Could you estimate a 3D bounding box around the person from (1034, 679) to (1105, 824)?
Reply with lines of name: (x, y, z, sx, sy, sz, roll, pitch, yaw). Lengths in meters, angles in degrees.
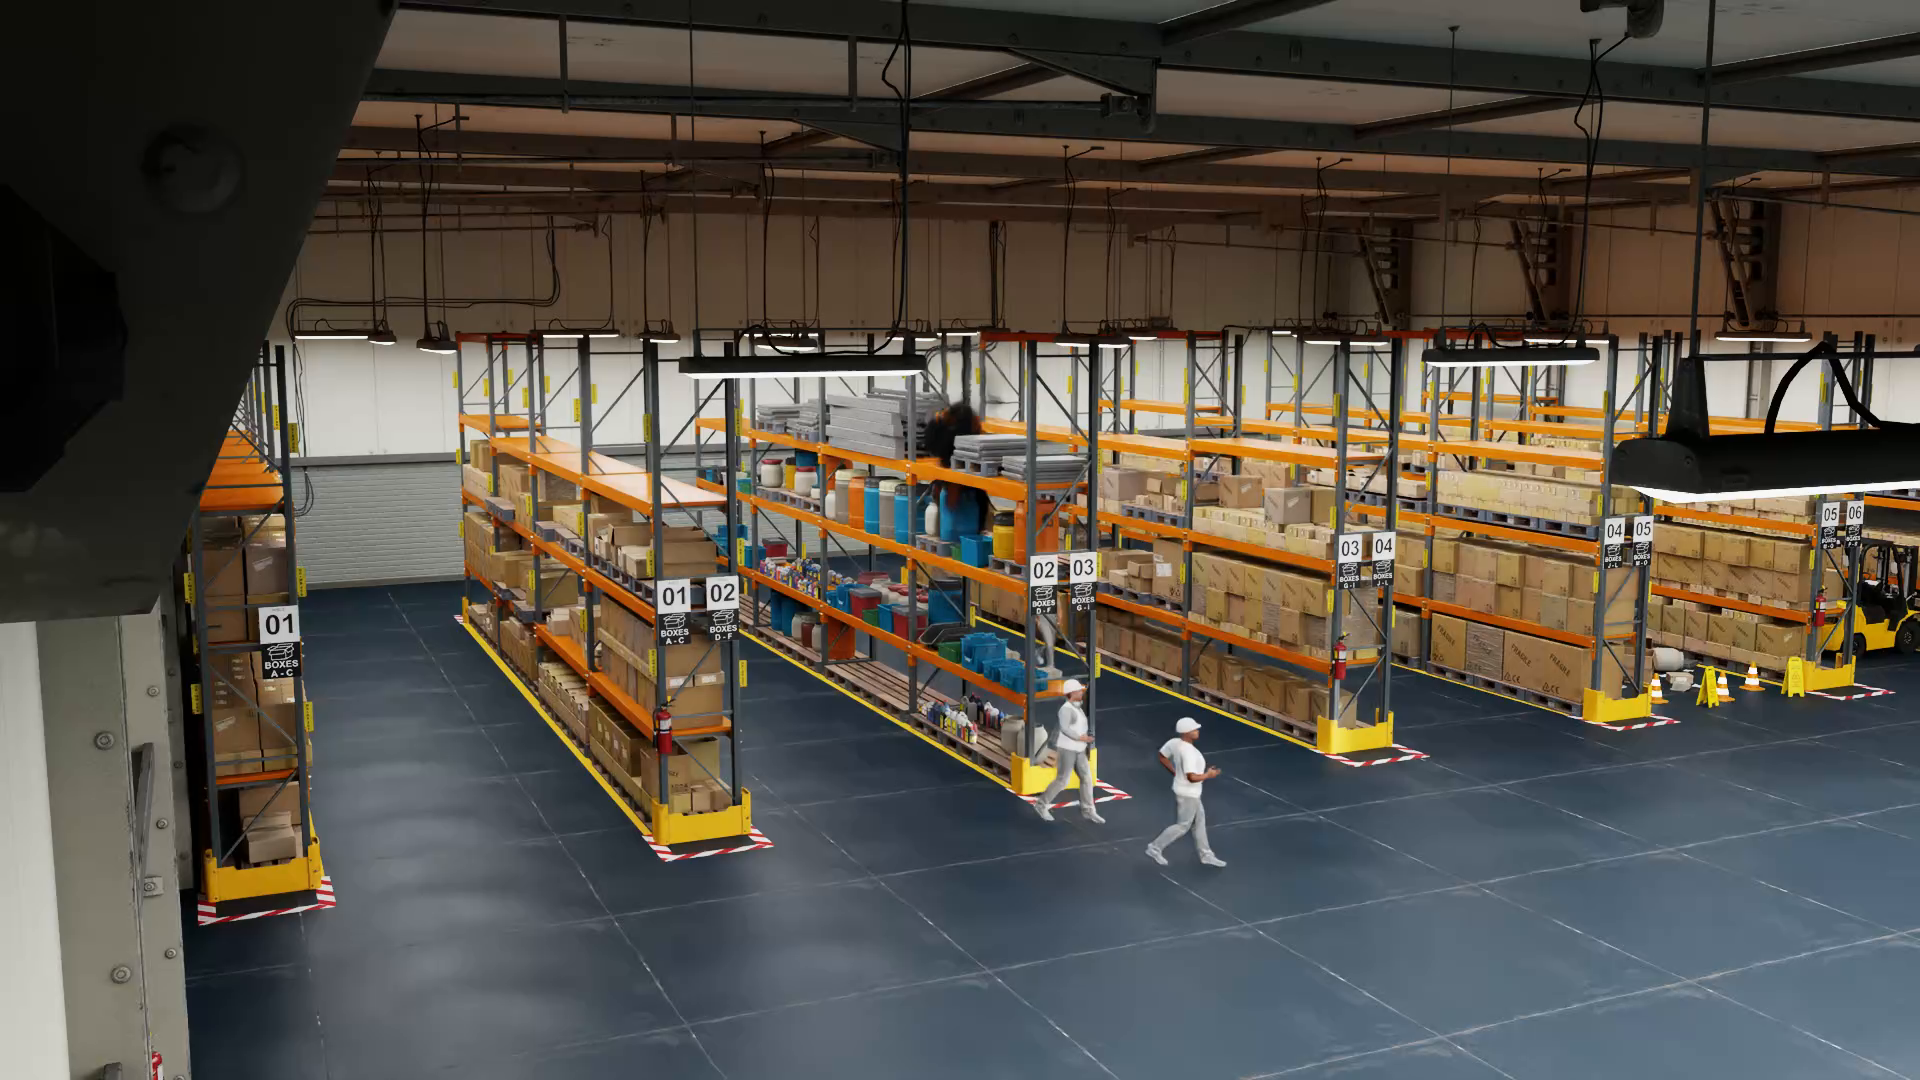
person: (1.377, 2.588, 20.906, 0.741, 1.689, 0.713, 3, 8, 19)

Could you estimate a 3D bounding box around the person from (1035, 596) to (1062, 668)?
person: (1.550, 1.541, 29.590, 0.579, 1.667, 0.796, -3, 8, -24)

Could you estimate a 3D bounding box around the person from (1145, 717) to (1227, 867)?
person: (2.591, 2.888, 18.933, 0.962, 1.771, 0.695, 0, 8, -2)
